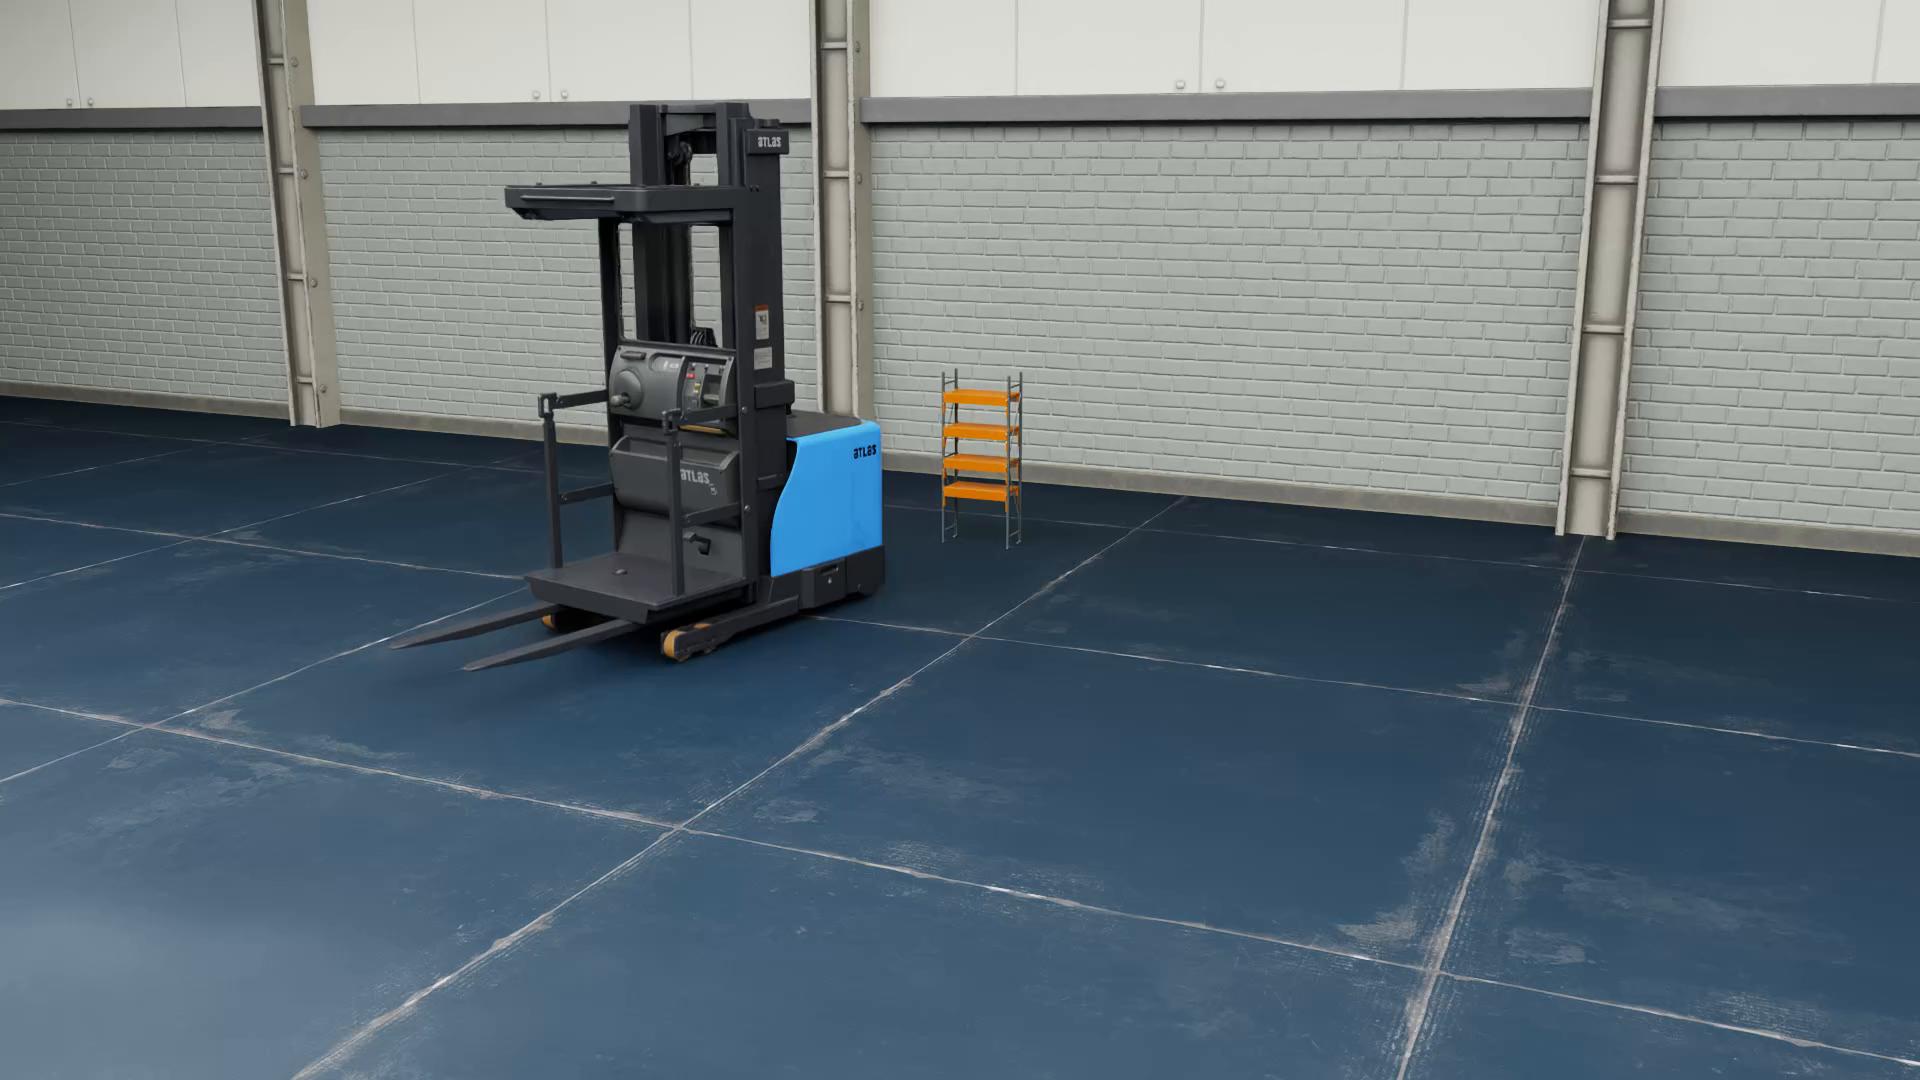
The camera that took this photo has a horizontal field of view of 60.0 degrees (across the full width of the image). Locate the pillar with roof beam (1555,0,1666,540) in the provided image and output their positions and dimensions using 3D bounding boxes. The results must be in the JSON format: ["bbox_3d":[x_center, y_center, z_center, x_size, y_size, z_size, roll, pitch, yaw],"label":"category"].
[{"bbox_3d":[2.765,-3.533,7.115,0.400,9.000,9.100,6,14,23],"label":"pillar with roof beam"}]

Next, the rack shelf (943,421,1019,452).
[{"bbox_3d":[0.151,-0.721,11.517,0.480,0.148,0.258,6,14,23],"label":"rack shelf"}]

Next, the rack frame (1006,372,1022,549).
[{"bbox_3d":[0.374,-0.546,11.456,0.015,1.200,0.240,6,14,23],"label":"rack frame"}]

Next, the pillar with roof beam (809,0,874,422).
[{"bbox_3d":[-2.721,-4.089,9.481,0.400,9.000,9.100,6,14,23],"label":"pillar with roof beam"}]

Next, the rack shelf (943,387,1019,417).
[{"bbox_3d":[0.151,-0.951,11.463,0.480,0.148,0.258,6,14,23],"label":"rack shelf"}]

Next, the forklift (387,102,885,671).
[{"bbox_3d":[-1.748,-0.899,9.171,1.130,2.935,3.031,10,16,36],"label":"forklift"}]

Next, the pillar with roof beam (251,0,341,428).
[{"bbox_3d":[-8.207,-4.644,11.847,0.400,9.000,9.100,6,14,23],"label":"pillar with roof beam"}]

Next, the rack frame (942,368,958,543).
[{"bbox_3d":[-0.072,-0.591,11.649,0.015,1.200,0.240,6,14,23],"label":"rack frame"}]

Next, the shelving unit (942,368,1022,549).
[{"bbox_3d":[0.151,-0.569,11.552,0.503,1.200,0.258,6,14,23],"label":"shelving unit"}]

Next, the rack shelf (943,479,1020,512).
[{"bbox_3d":[0.151,-0.310,11.613,0.480,0.148,0.258,6,14,23],"label":"rack shelf"}]

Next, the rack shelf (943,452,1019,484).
[{"bbox_3d":[0.151,-0.503,11.568,0.480,0.148,0.258,6,14,23],"label":"rack shelf"}]
